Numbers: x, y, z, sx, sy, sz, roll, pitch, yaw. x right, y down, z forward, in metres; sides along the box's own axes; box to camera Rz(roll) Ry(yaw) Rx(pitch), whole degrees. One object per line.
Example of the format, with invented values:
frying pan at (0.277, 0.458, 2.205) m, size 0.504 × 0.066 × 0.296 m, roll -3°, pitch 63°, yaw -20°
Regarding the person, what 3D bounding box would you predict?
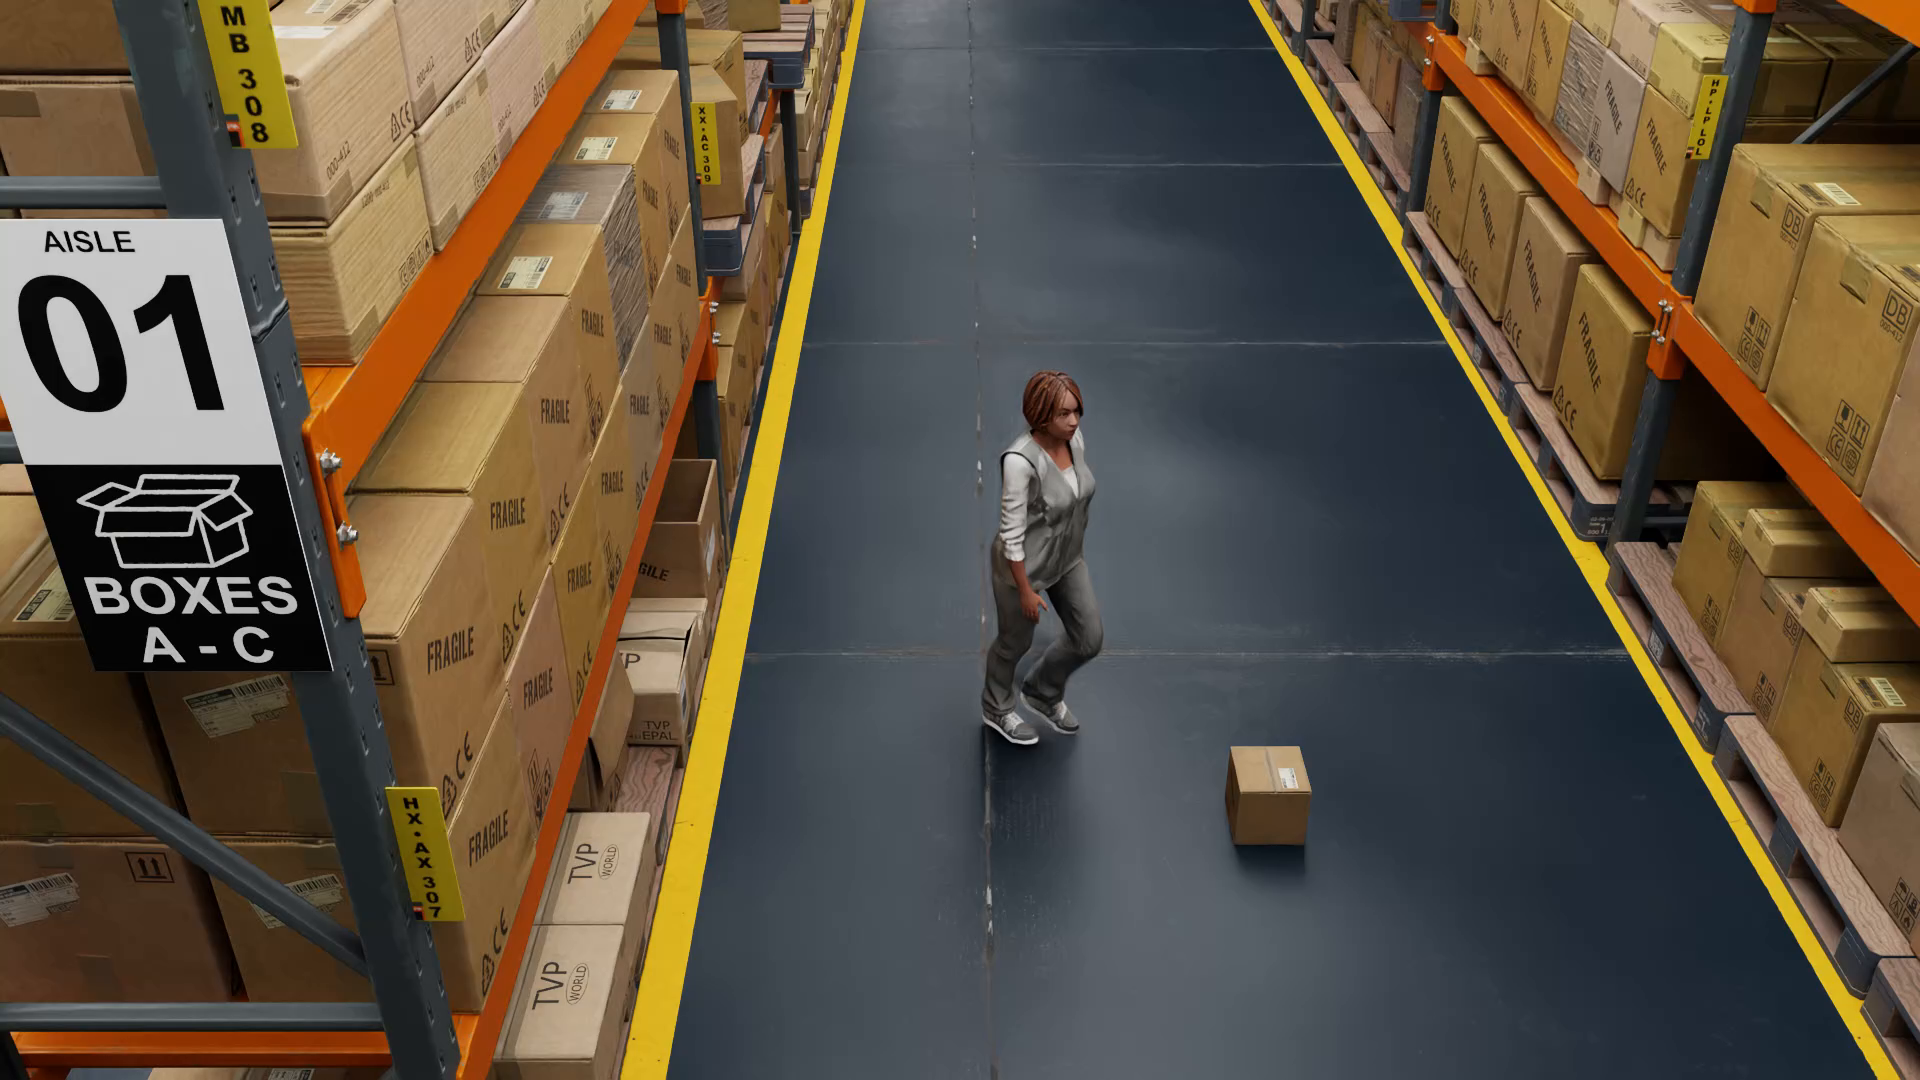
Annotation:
person at (0.264, 0.097, 5.967) m, size 0.428 × 1.594 × 0.476 m, roll -28°, pitch 41°, yaw -37°
